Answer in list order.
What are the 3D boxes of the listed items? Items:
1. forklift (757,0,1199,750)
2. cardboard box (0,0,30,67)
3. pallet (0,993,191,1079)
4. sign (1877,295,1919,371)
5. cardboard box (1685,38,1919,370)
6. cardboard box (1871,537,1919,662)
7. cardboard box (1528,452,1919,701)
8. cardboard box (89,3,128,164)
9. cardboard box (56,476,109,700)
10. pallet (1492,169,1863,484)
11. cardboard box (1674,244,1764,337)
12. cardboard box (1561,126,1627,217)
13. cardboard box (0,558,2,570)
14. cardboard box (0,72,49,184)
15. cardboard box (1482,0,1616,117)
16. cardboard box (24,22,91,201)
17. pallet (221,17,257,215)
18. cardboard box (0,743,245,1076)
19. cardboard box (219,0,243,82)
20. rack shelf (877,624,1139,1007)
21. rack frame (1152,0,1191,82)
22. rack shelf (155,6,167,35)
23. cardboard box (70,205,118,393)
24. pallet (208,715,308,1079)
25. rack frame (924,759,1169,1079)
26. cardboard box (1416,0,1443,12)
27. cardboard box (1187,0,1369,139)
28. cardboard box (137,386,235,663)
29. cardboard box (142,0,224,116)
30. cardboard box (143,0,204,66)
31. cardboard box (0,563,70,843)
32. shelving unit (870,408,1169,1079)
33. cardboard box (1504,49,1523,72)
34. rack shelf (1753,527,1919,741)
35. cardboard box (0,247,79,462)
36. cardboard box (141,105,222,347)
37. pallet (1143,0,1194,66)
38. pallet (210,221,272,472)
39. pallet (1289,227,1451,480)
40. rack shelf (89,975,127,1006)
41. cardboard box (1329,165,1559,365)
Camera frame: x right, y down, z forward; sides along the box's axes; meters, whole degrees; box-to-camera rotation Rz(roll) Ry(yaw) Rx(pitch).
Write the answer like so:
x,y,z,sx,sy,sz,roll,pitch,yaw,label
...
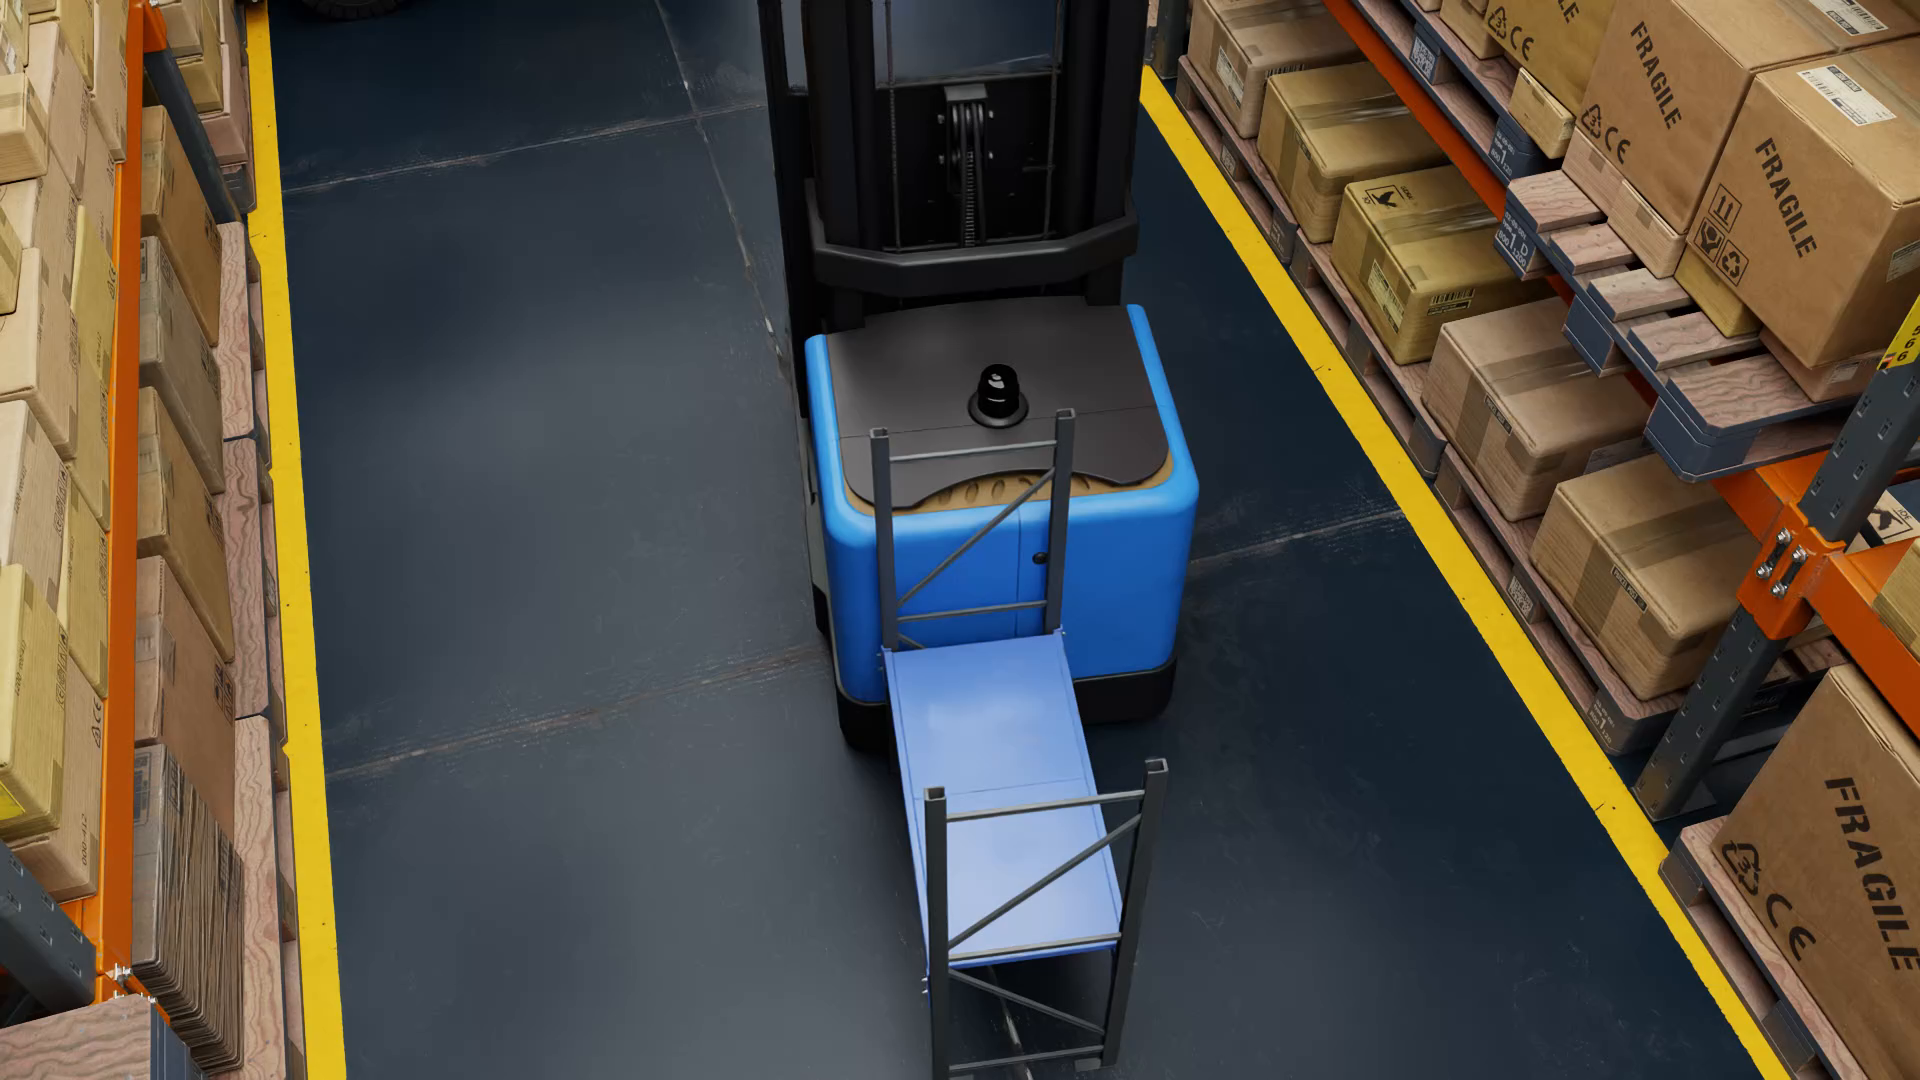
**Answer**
x,y,z,sx,sy,sz,roll,pitch,yaw,label
-0.052,-1.445,5.051,1.130,2.935,3.031,-6,50,-5,forklift
-2.722,-1.362,4.447,0.380,0.149,0.250,-14,51,-12,cardboard box
-1.922,1.400,2.733,1.213,0.211,1.003,-13,51,-11,pallet
2.035,-0.484,3.491,0.100,0.325,0.005,-13,51,-11,sign
2.151,-0.799,3.927,0.500,0.500,0.500,-15,51,-12,cardboard box
2.455,0.196,3.721,0.500,0.250,0.500,-14,51,-12,cardboard box
2.393,0.030,5.206,0.950,0.372,0.625,-16,52,-13,cardboard box
-2.820,-1.339,5.015,0.500,0.250,0.500,-14,51,-11,cardboard box
-2.231,0.159,3.752,0.500,0.250,0.500,-14,51,-12,cardboard box
2.238,-0.701,4.504,1.213,0.211,1.003,-13,51,-11,pallet
2.081,-0.686,4.256,0.380,0.149,0.250,-13,51,-10,cardboard box
1.897,-1.046,4.559,0.380,0.149,0.250,-16,52,-13,cardboard box
-2.083,0.123,3.194,0.380,0.149,0.250,-12,51,-10,cardboard box
-2.501,-1.002,4.143,0.380,0.149,0.250,-15,51,-12,cardboard box
1.837,-1.542,4.554,0.500,0.500,0.500,-16,52,-13,cardboard box
-2.678,-1.126,4.508,0.500,0.250,0.500,-12,51,-10,cardboard box
-3.568,-1.754,7.091,1.003,0.211,1.213,-13,51,-11,pallet
-2.361,1.030,4.198,0.875,0.625,0.625,-12,51,-10,cardboard box
-3.364,-2.107,7.088,0.500,0.250,0.500,-14,51,-12,cardboard box
0.104,0.701,4.413,0.538,0.185,1.000,-6,50,-5,rack shelf
1.368,-3.188,6.475,1.000,3.000,0.127,-13,51,-11,rack frame
-3.964,-3.292,7.033,1.077,0.370,4.000,-13,51,-11,rack shelf
-2.542,-0.595,4.387,0.500,0.250,0.500,-12,51,-10,cardboard box
-2.396,1.147,4.645,1.003,0.211,1.213,-13,51,-11,pallet
0.176,0.970,3.951,0.500,1.500,0.032,-6,50,-5,rack frame
1.589,-1.809,5.203,0.380,0.149,0.250,-12,51,-10,cardboard box
1.526,-2.094,6.997,0.950,0.372,0.625,-13,51,-11,cardboard box
-2.761,0.063,5.013,0.875,0.625,0.625,-15,52,-12,cardboard box
-3.221,-1.896,6.583,0.500,0.250,0.500,-14,51,-11,cardboard box
-3.216,-2.058,6.393,0.500,0.250,0.500,-14,51,-12,cardboard box
-2.064,0.361,3.255,0.500,0.250,0.500,-13,51,-11,cardboard box
0.104,0.585,4.276,0.538,1.500,1.048,-6,50,-5,shelving unit
1.848,-1.456,4.905,0.380,0.149,0.250,-13,51,-11,cardboard box
3.142,1.426,3.056,1.077,0.370,4.000,-13,51,-11,rack shelf
-2.372,-0.386,3.884,0.500,0.250,0.500,-14,51,-12,cardboard box
-3.208,-1.054,5.955,0.875,0.625,0.625,-11,51,-9,cardboard box
1.136,-2.771,7.948,1.003,0.211,1.213,-13,51,-11,pallet
-3.117,-0.635,6.147,1.003,0.211,1.213,-13,51,-11,pallet
1.964,-0.828,6.310,1.003,0.211,1.213,-13,51,-11,pallet
-1.598,2.551,2.108,1.077,0.370,4.000,-13,51,-11,rack shelf
1.949,-1.062,6.127,0.950,0.372,0.625,-12,51,-10,cardboard box
